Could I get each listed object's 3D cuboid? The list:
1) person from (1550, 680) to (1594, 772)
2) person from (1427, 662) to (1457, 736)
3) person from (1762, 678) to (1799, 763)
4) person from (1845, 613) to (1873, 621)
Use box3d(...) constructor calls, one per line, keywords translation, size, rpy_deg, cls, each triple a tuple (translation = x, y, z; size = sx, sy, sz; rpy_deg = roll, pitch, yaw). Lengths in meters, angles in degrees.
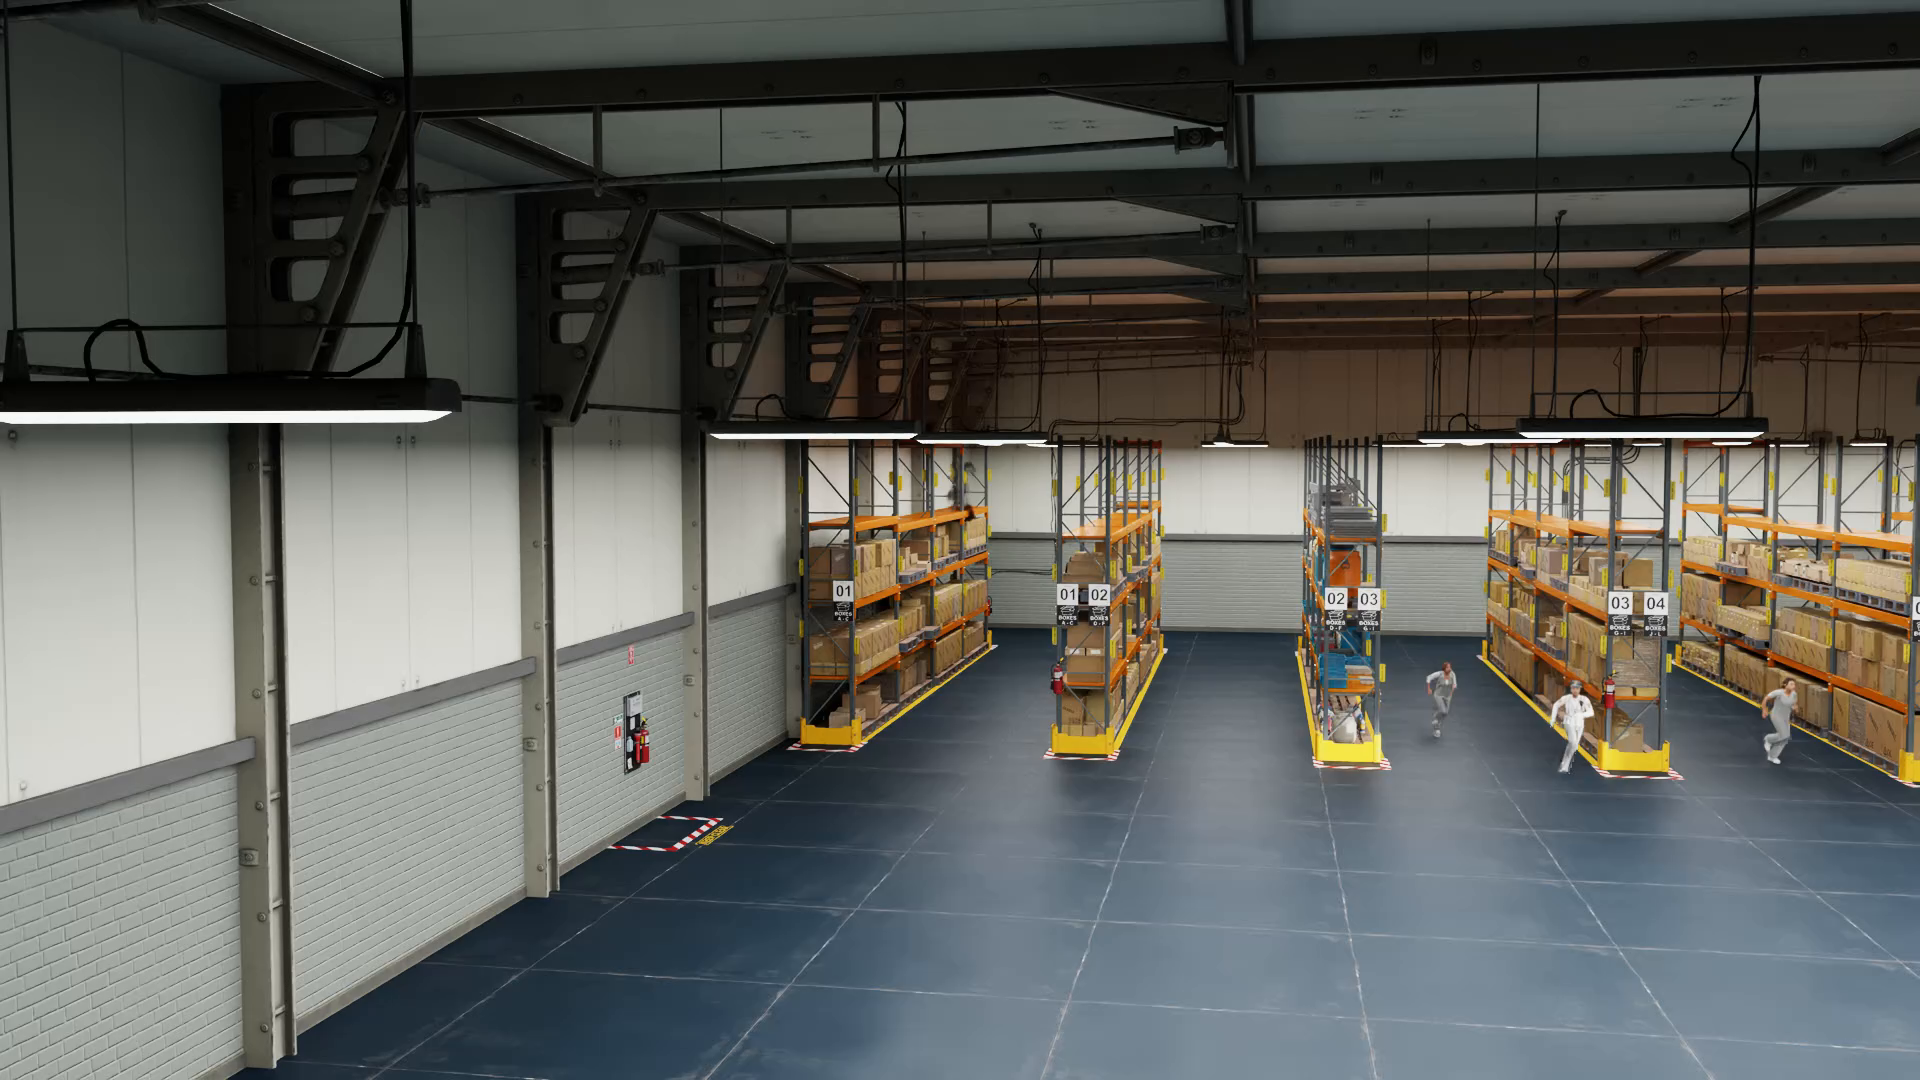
box3d(translation=(10.850, 3.296, 29.438), size=(0.656, 1.652, 0.603), rpy_deg=(0, 3, 3), cls="person")
box3d(translation=(9.634, 3.173, 33.157), size=(0.525, 1.526, 0.674), rpy_deg=(-1, 3, -11), cls="person")
box3d(translation=(15.027, 3.292, 30.406), size=(0.553, 1.597, 0.685), rpy_deg=(-1, 3, -19), cls="person")
box3d(translation=(24.444, 2.406, 45.089), size=(0.885, 1.837, 0.744), rpy_deg=(1, 3, 18), cls="person")
